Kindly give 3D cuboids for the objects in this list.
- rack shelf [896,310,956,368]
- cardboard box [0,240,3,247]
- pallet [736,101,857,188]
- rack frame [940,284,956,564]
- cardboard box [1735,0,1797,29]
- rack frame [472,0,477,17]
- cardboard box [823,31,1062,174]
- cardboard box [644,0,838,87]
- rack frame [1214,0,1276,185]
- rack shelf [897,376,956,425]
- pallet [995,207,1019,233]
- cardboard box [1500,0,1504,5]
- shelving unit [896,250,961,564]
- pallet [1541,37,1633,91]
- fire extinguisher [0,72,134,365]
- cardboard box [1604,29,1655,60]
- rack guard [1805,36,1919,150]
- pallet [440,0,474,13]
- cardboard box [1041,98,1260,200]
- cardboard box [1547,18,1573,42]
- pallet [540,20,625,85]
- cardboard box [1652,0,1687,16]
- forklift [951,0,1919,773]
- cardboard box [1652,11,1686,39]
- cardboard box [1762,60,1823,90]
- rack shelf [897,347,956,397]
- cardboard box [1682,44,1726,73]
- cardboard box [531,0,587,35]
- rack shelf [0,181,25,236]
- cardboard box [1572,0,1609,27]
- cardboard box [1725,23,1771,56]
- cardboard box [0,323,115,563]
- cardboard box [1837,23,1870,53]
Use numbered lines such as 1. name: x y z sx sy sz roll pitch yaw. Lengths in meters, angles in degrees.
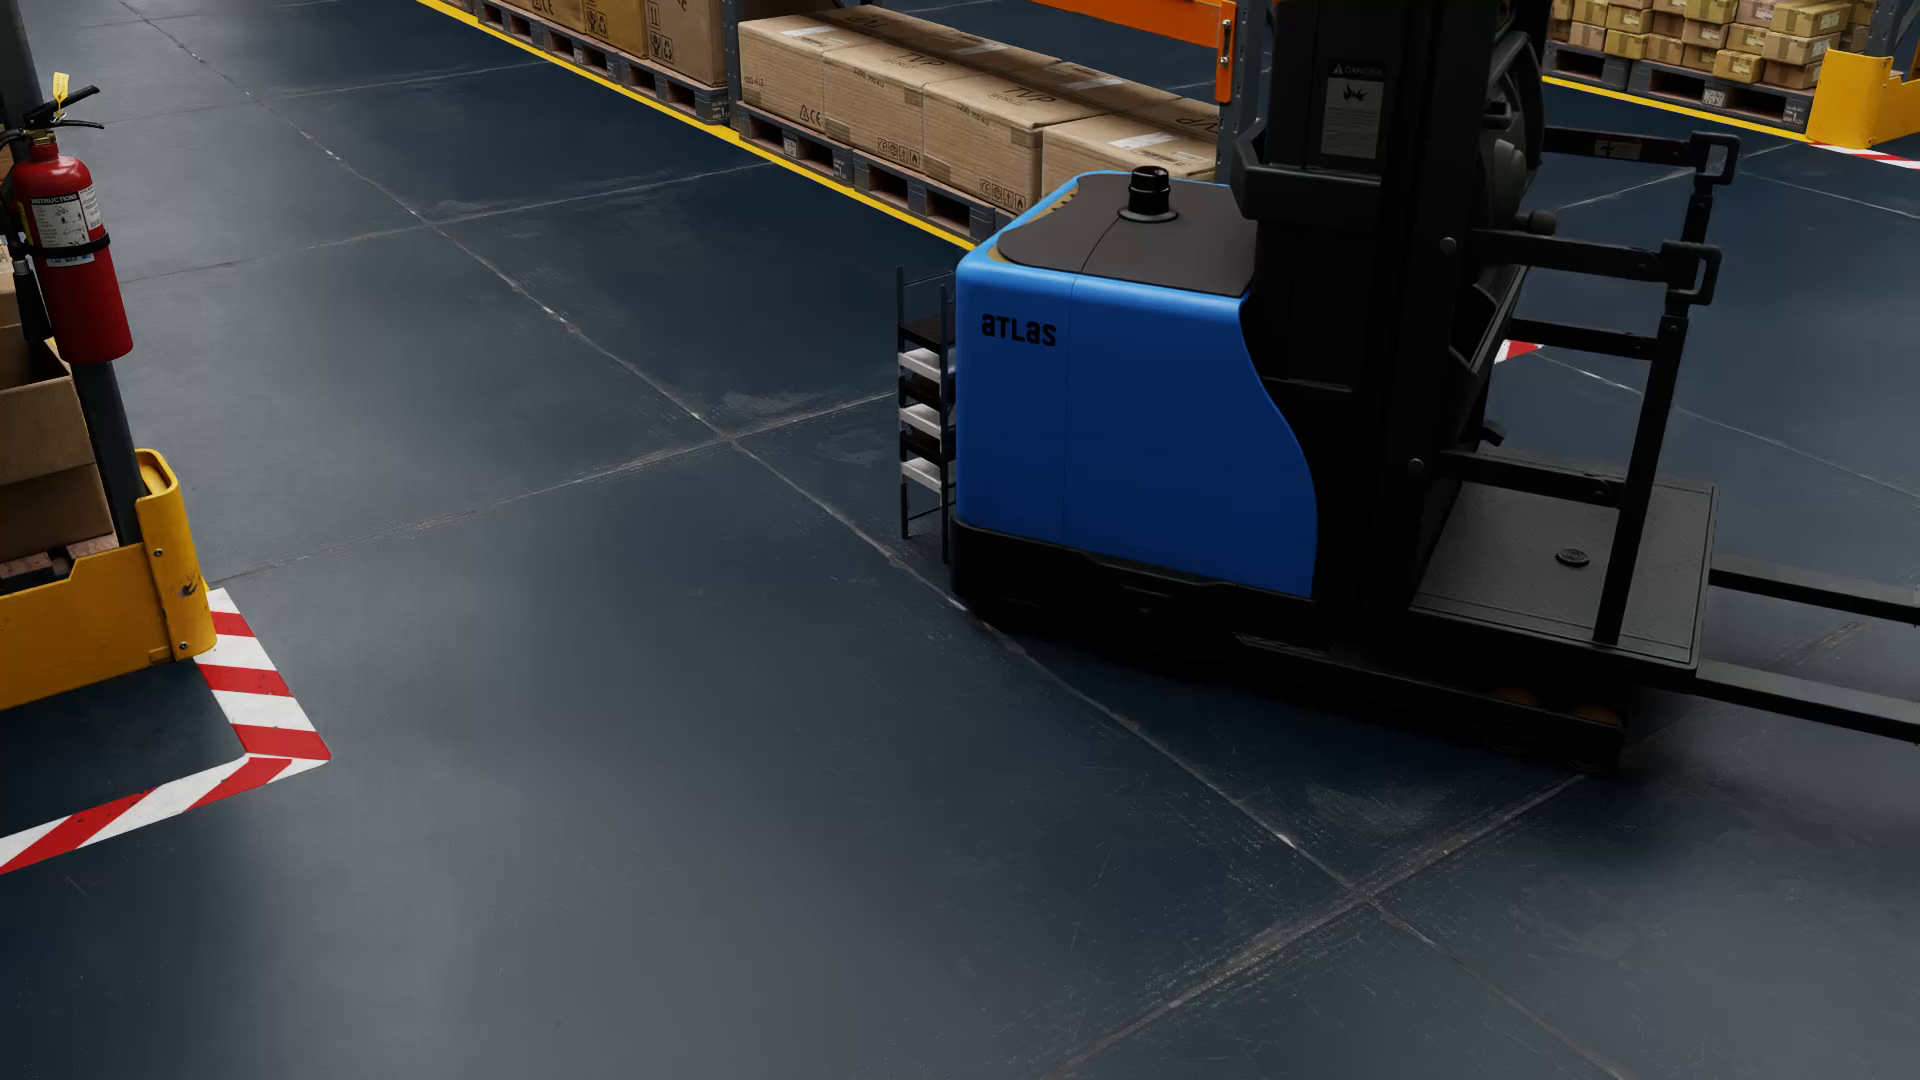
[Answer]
1. rack shelf: -0.026 -0.603 4.922 0.258 0.077 0.200 -21 35 -34
2. cardboard box: -3.579 -0.816 5.789 0.500 0.500 0.500 -18 33 -30
3. pallet: -0.514 -2.278 9.223 1.003 0.211 1.213 -19 34 -31
4. rack frame: 0.039 -0.358 4.966 0.240 0.900 0.006 -21 35 -34
5. cardboard box: 4.790 -3.117 9.771 0.380 0.149 0.250 -18 33 -30
6. rack frame: -3.211 -5.375 12.005 1.000 3.000 0.127 -19 34 -31
7. cardboard box: -0.095 -2.257 8.508 0.875 0.438 0.875 -20 34 -32
8. cardboard box: -1.316 -3.290 9.951 0.875 0.875 0.875 -18 33 -29
9. rack frame: 1.429 -2.265 6.278 1.000 3.000 0.127 -19 34 -31
10. rack shelf: -0.026 -0.445 5.008 0.258 0.077 0.200 -21 35 -34
11. pallet: 0.901 -1.329 7.476 1.003 0.211 1.213 -19 34 -31
12. cardboard box: 3.717 -3.685 11.128 0.380 0.149 0.250 -17 33 -28
13. shelving unit: -0.026 -0.395 5.035 0.258 0.900 0.210 -21 35 -34
14. pallet: 4.213 -3.279 11.066 1.003 0.211 1.213 -19 34 -31
15. fire extinguisher: -2.150 -0.763 3.983 0.296 0.674 0.183 -19 34 -31
16. cardboard box: 4.260 -3.126 10.410 0.380 0.149 0.250 -20 35 -33
17. rack guard: 5.359 -2.606 9.525 1.175 0.500 0.348 -19 34 -31
18. pallet: -3.664 -4.454 13.230 1.003 0.211 1.213 -19 34 -31
19. cardboard box: 0.965 -1.553 7.211 0.875 0.438 0.875 -20 34 -32
20. cardboard box: 4.032 -3.357 10.836 0.380 0.149 0.250 -18 33 -29
21. pallet: -2.112 -3.349 11.195 1.003 0.211 1.213 -19 34 -31
22. cardboard box: 4.438 -3.301 10.109 0.380 0.149 0.250 -20 34 -33
23. forklift: 1.534 -0.994 4.009 3.031 2.935 1.130 12 31 21
24. cardboard box: 4.489 -3.198 10.231 0.380 0.149 0.250 -19 34 -31
25. cardboard box: 4.927 -2.754 9.724 0.380 0.149 0.250 -18 33 -30
26. rack shelf: -0.026 -0.524 4.965 0.258 0.077 0.200 -21 35 -34
27. cardboard box: 4.613 -2.952 10.090 0.380 0.149 0.250 -19 34 -31
28. cardboard box: -2.364 -3.987 11.234 0.875 0.875 0.875 -18 33 -30
29. rack shelf: -3.772 -1.351 5.349 1.077 0.370 4.000 -19 34 -31
30. cardboard box: 4.117 -3.368 10.543 0.380 0.149 0.250 -17 33 -28
31. cardboard box: 4.756 -2.980 9.830 0.380 0.149 0.250 -20 34 -32
32. cardboard box: -2.890 -0.241 4.727 0.797 0.503 0.637 -20 34 -33
33. cardboard box: 5.308 -3.012 9.889 0.380 0.149 0.250 -17 33 -29
